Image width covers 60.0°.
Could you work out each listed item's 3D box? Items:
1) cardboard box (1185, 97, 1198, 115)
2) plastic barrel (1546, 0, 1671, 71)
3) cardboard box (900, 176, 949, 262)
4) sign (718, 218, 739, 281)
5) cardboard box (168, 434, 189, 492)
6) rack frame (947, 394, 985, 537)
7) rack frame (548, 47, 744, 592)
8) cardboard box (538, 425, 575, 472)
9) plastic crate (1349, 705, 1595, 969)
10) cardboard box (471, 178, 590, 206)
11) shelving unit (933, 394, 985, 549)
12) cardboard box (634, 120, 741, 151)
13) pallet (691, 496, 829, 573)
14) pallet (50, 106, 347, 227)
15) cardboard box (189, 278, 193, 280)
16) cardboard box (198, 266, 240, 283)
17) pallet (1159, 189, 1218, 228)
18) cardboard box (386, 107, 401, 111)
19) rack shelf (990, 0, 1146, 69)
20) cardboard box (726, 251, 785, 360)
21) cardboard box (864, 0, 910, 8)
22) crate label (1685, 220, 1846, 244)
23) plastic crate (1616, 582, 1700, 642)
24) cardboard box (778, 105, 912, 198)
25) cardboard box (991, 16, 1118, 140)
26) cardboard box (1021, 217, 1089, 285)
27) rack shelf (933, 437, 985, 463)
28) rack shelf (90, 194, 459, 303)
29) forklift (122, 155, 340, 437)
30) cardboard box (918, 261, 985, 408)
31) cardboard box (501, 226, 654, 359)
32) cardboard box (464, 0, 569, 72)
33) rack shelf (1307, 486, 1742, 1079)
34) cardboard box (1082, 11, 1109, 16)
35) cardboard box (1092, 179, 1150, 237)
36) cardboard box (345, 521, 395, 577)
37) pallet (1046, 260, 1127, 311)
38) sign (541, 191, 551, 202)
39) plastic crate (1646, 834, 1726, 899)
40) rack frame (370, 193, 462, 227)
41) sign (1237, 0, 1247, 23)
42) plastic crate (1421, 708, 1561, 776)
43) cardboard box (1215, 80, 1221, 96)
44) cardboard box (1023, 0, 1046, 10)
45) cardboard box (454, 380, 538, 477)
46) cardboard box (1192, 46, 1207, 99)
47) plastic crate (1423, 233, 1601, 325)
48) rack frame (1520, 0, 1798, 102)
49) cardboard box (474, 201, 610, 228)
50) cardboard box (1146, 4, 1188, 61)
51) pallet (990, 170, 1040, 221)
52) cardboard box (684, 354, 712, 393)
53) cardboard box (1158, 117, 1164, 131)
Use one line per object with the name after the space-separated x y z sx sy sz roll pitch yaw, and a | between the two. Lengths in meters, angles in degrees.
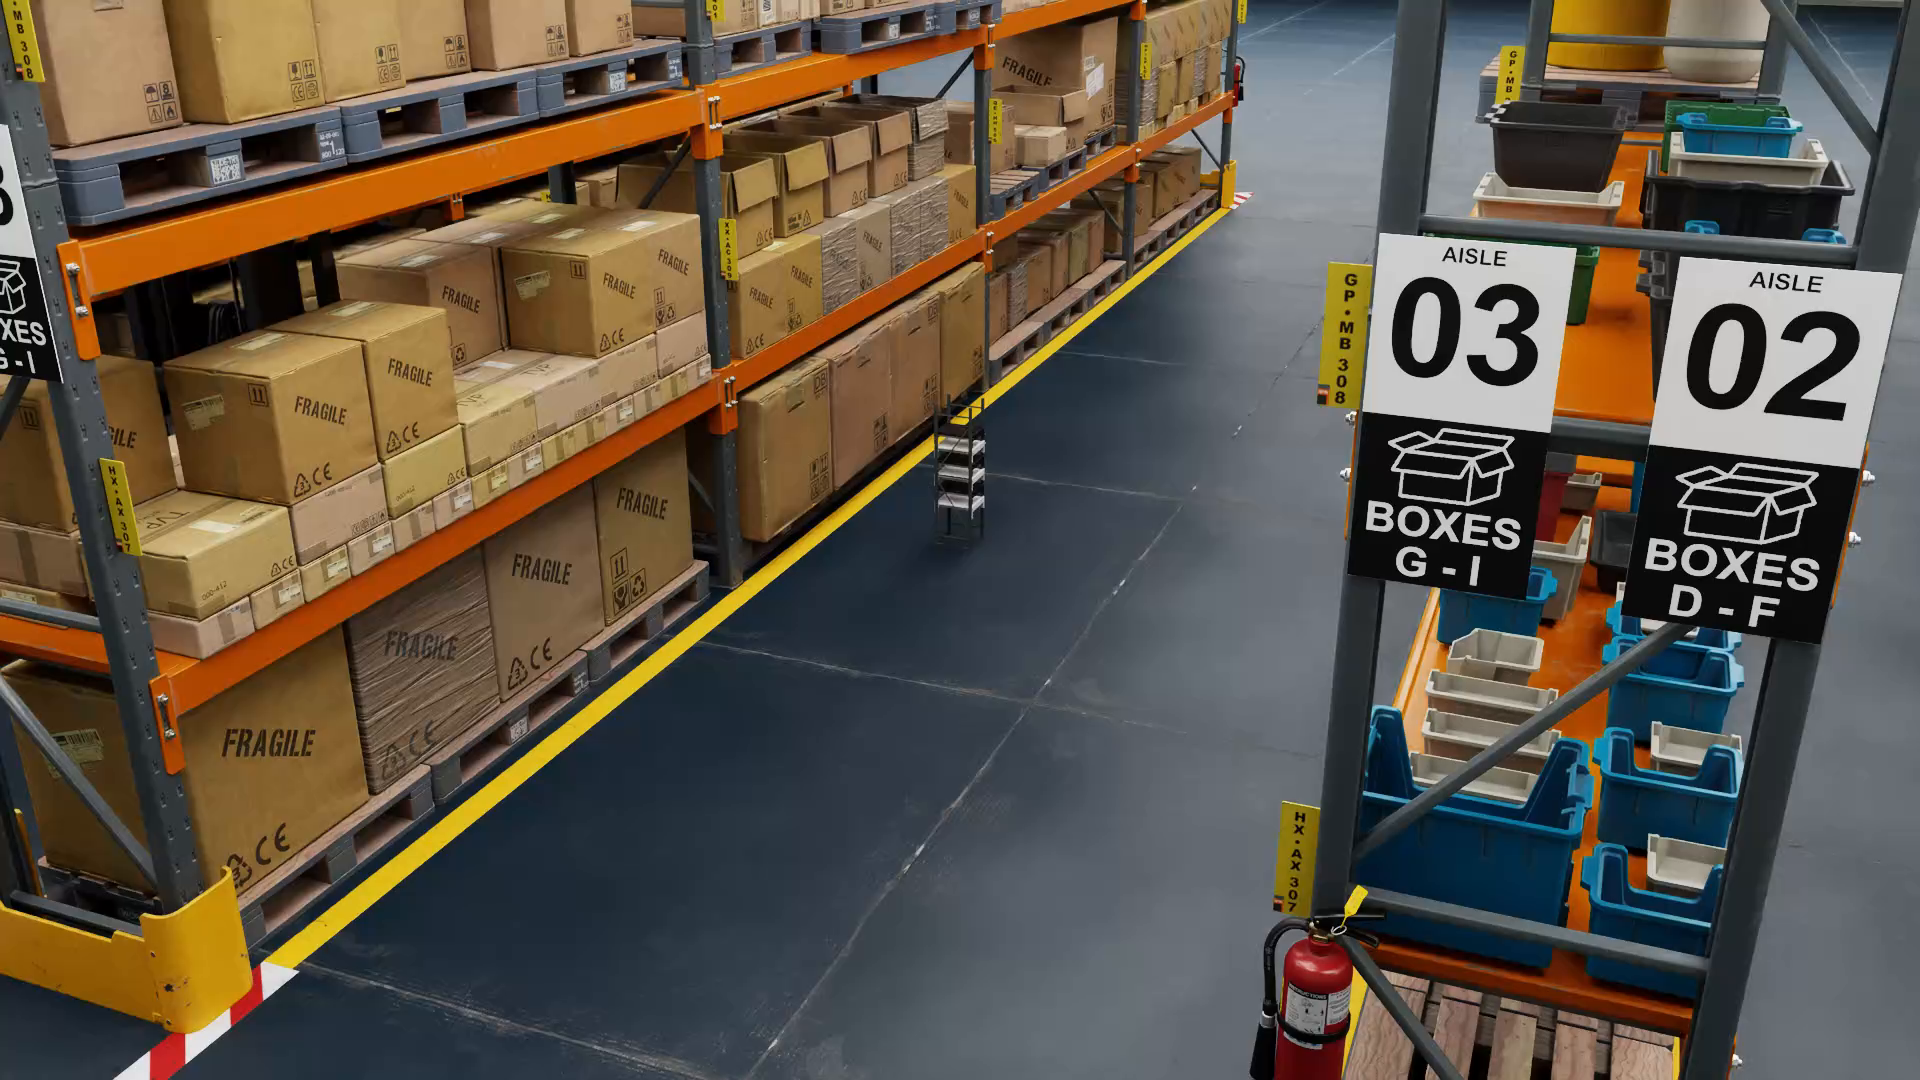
2.340 -4.676 17.880 0.380 0.149 0.250 9 24 20 | cardboard box
3.006 -2.493 7.645 0.600 0.588 0.600 0 23 0 | plastic barrel
-0.401 -2.269 11.662 0.500 0.500 0.500 9 24 20 | cardboard box
-1.227 -1.539 8.816 0.100 0.325 0.005 9 24 20 | sign
-3.106 -0.211 6.672 0.500 0.250 0.500 8 24 19 | cardboard box
0.035 -0.449 10.157 0.240 0.900 0.006 9 24 20 | rack frame
-1.743 -1.182 9.187 1.000 3.000 0.127 9 24 20 | rack frame
-2.029 -0.450 7.761 0.380 0.149 0.250 8 24 19 | cardboard box
1.321 0.768 4.395 0.616 0.435 0.499 9 24 20 | plastic crate
-4.194 -3.033 15.994 1.050 0.750 0.750 9 24 21 | cardboard box
-0.003 -0.412 10.070 0.258 0.900 0.210 9 24 20 | shelving unit
-3.041 -4.219 18.671 0.875 0.875 0.875 9 24 21 | cardboard box
-1.527 -0.182 10.411 1.003 0.211 1.213 9 24 20 | pallet
-2.963 -1.360 5.838 1.003 0.211 1.213 9 24 20 | pallet
-6.065 -1.799 12.390 0.500 0.250 0.500 10 25 23 | cardboard box
-5.402 -1.914 12.665 0.500 0.250 0.500 10 25 22 | cardboard box
2.351 -3.876 19.256 1.003 0.211 1.213 9 24 20 | pallet
-4.581 -3.471 13.676 0.380 0.149 0.250 8 24 18 | cardboard box
0.486 -4.381 13.888 1.077 0.370 4.000 9 24 20 | rack shelf
-1.340 -1.356 9.476 0.500 0.500 0.500 9 24 20 | cardboard box
-0.656 -3.687 10.618 0.500 0.500 0.500 10 25 23 | cardboard box
2.012 -0.640 4.193 0.408 0.251 0.502 9 24 20 | crate label
2.488 0.288 5.934 0.293 0.136 0.466 9 24 20 | plastic crate
-0.789 -2.630 11.223 0.797 0.503 0.637 9 24 21 | cardboard box
0.803 -4.251 15.211 1.000 1.000 1.000 9 24 20 | cardboard box
0.786 -2.709 15.517 0.700 0.500 0.500 9 24 20 | cardboard box
-0.003 -0.548 10.013 0.258 0.077 0.200 9 24 20 | rack shelf
-5.568 -2.312 12.826 1.077 0.370 4.000 9 24 20 | rack shelf
-3.836 -1.242 9.420 1.130 2.935 3.031 6 23 14 | forklift
-0.533 -1.582 12.358 1.225 0.875 0.875 8 24 18 | cardboard box
-1.856 -1.214 8.101 0.500 0.500 0.500 9 24 21 | cardboard box
-2.182 -2.371 7.339 0.700 0.500 0.500 10 25 23 | cardboard box
2.113 0.575 5.914 1.077 0.370 4.000 9 24 20 | rack shelf
1.140 -4.890 16.251 0.500 0.500 0.500 9 24 20 | cardboard box
1.620 -3.428 17.264 0.500 0.500 0.500 18 29 37 | cardboard box
-2.506 0.009 6.663 0.380 0.149 0.250 8 24 19 | cardboard box
0.941 -2.479 15.911 1.003 0.211 1.213 9 24 20 | pallet
-2.251 -1.753 9.157 0.100 0.325 0.005 9 24 20 | sign
1.963 0.909 4.447 0.250 0.136 0.298 9 24 20 | plastic crate
-4.825 -3.359 14.400 1.000 3.000 0.127 9 24 20 | rack frame
3.222 -6.069 18.976 0.100 0.325 0.005 9 24 20 | sign
1.626 0.634 5.106 0.396 0.136 0.243 9 24 20 | plastic crate
2.800 -5.228 19.201 0.380 0.149 0.250 9 24 20 | cardboard box
0.345 -4.243 12.819 0.500 0.250 0.500 9 24 21 | cardboard box
-2.234 -0.505 7.376 0.500 0.250 0.500 8 24 19 | cardboard box
2.184 -5.097 18.046 0.875 0.500 0.500 9 24 20 | cardboard box
1.471 -0.721 4.468 0.450 0.188 0.336 9 24 20 | plastic crate
2.855 -3.241 6.333 1.000 3.000 0.127 9 24 20 | rack frame
-2.158 -1.461 8.691 0.500 0.500 0.500 9 24 20 | cardboard box
2.002 -5.172 16.927 0.500 0.500 0.500 9 24 20 | cardboard box
-0.092 -2.795 13.298 1.213 0.211 1.003 9 24 20 | pallet
-1.552 -0.910 8.862 0.380 0.149 0.250 9 24 20 | cardboard box
1.844 -4.234 16.821 0.380 0.149 0.250 9 24 20 | cardboard box
